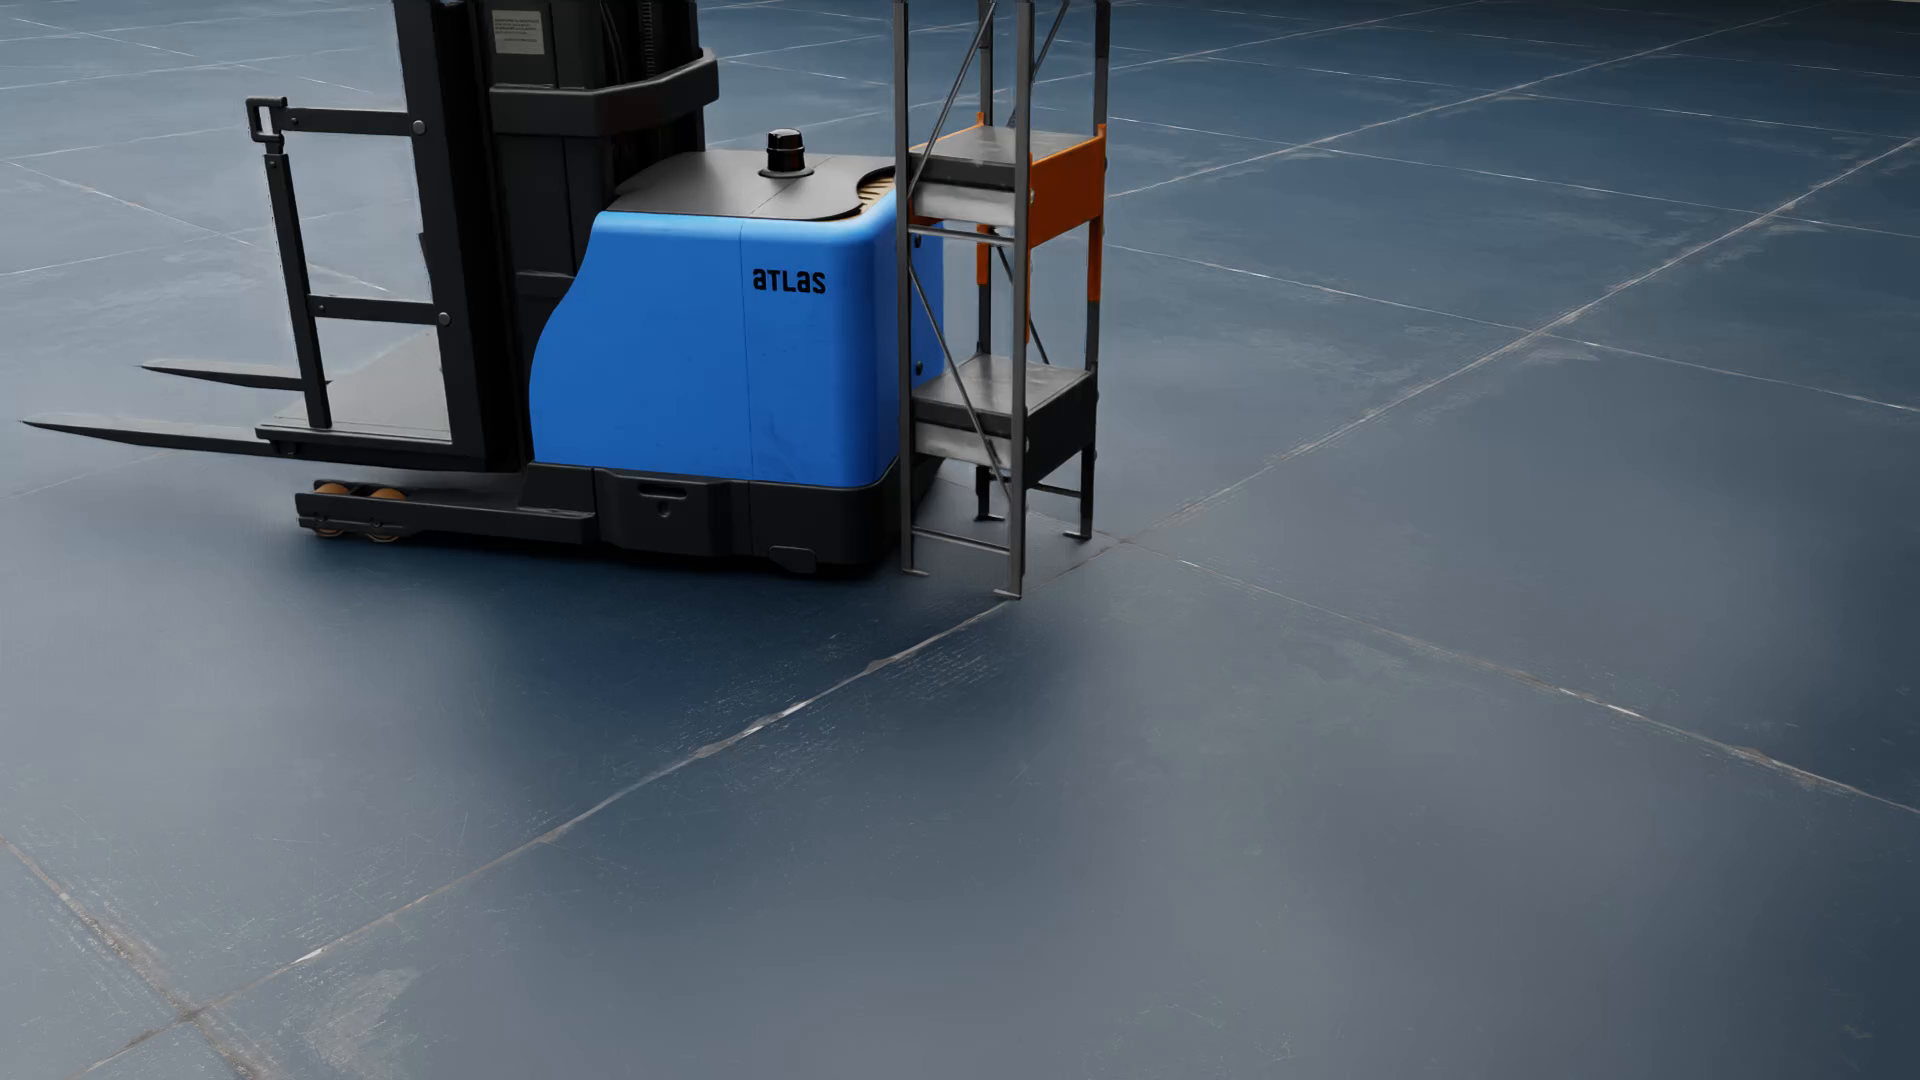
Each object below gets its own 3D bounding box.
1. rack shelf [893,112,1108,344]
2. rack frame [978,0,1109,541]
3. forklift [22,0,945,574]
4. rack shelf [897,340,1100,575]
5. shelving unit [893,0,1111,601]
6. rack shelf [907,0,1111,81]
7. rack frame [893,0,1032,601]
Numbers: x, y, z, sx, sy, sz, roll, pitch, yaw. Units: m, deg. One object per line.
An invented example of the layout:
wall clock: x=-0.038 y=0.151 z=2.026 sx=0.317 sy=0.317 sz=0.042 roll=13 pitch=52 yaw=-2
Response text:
rack shelf: x=0.120 y=-0.898 z=4.720 sx=0.431 sy=0.518 sz=0.480 roll=13 pitch=27 yaw=26
rack frame: x=0.237 y=-0.998 z=4.910 sx=0.400 sy=2.100 sz=0.015 roll=13 pitch=27 yaw=26
forklift: x=-1.613 y=-1.533 z=5.087 sx=3.031 sy=2.935 sz=1.130 roll=5 pitch=25 yaw=11
rack shelf: x=0.120 y=-0.259 z=5.006 sx=0.431 sy=0.518 sz=0.480 roll=13 pitch=27 yaw=26
shelving unit: x=0.120 y=-0.911 z=4.714 sx=0.431 sy=2.100 sz=0.503 roll=13 pitch=27 yaw=26
rack shelf: x=0.120 y=-1.537 z=4.434 sx=0.431 sy=0.518 sz=0.480 roll=13 pitch=27 yaw=26
rack frame: x=0.003 y=-0.823 z=4.519 sx=0.400 sy=2.100 sz=0.015 roll=13 pitch=27 yaw=26
